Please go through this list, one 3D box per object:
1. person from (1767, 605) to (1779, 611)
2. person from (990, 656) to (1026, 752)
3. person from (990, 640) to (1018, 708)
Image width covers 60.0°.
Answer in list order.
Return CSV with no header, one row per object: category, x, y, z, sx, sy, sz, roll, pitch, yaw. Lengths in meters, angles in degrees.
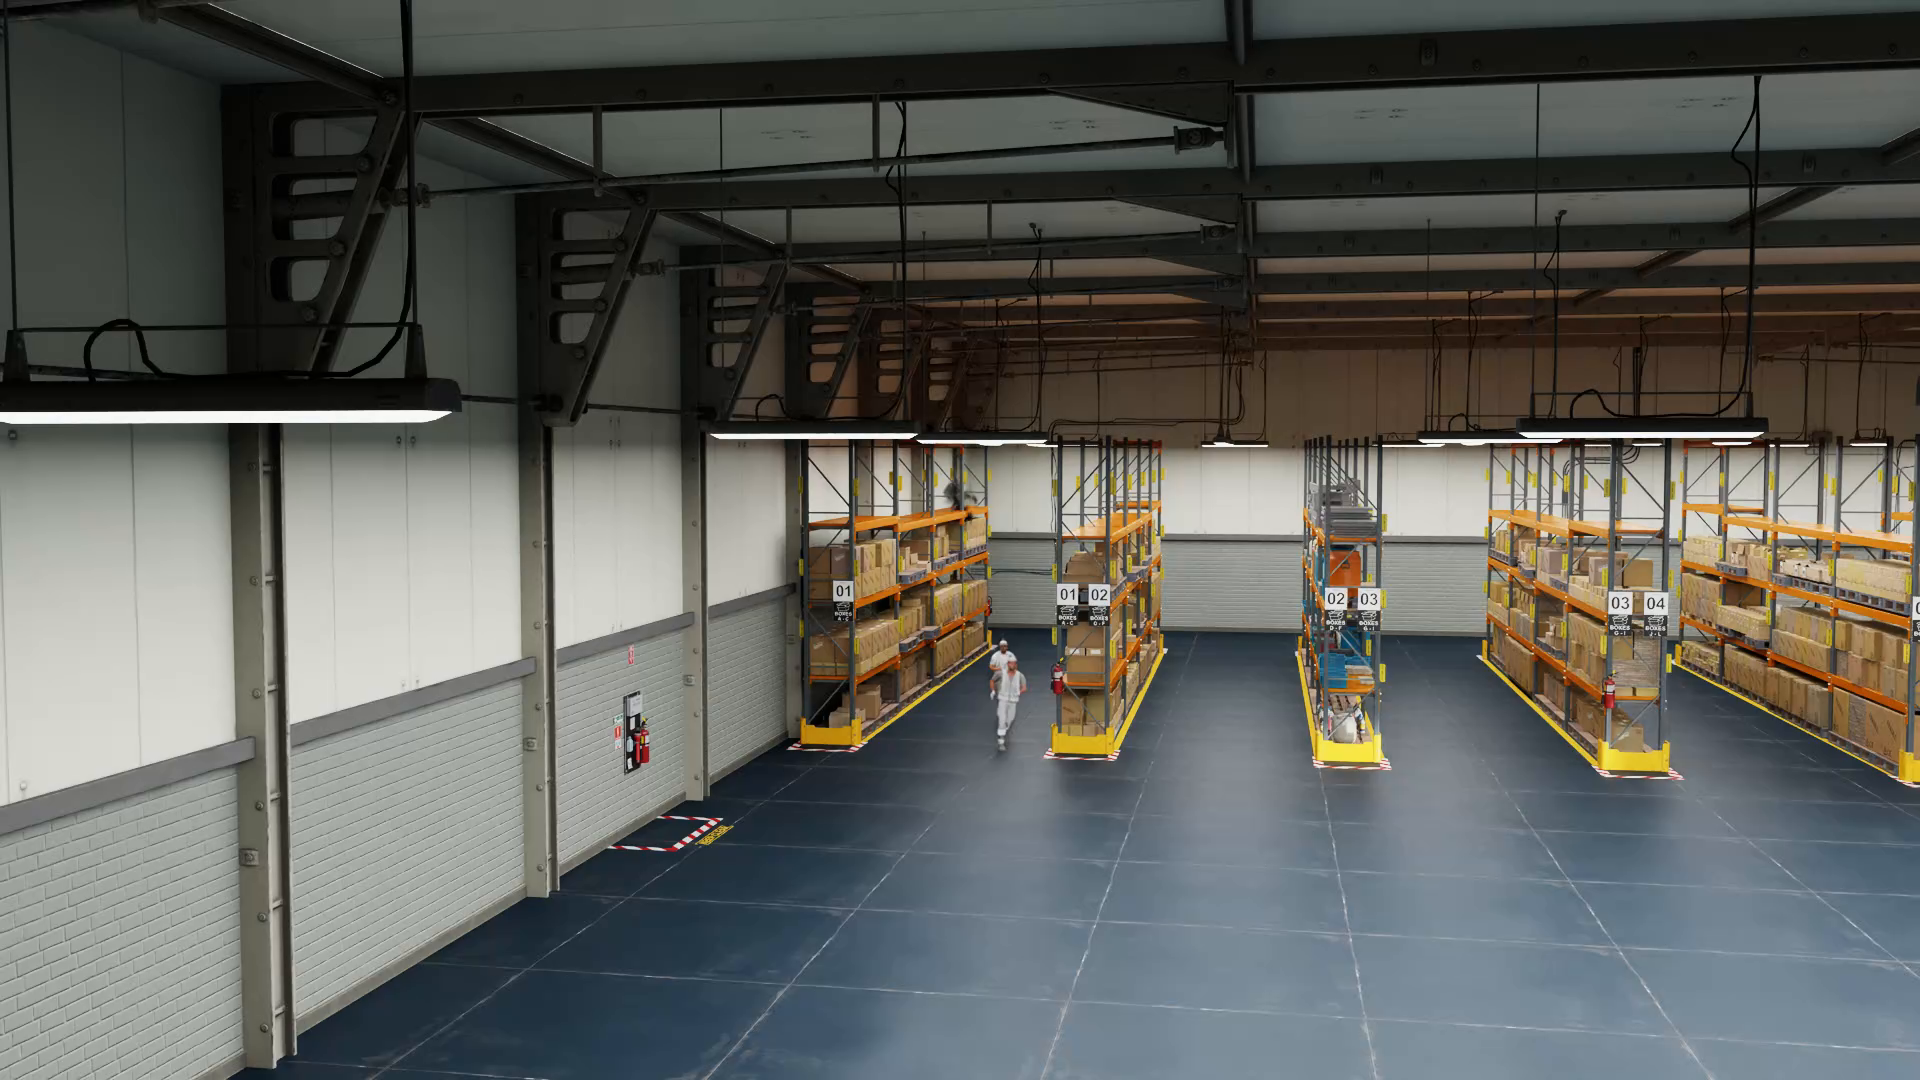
person,22.173,2.424,45.386,0.820,1.856,0.727,0,3,5
person,0.928,3.118,32.007,0.704,1.780,0.903,0,3,-7
person,0.933,2.961,35.376,0.606,1.662,0.943,0,3,-2
